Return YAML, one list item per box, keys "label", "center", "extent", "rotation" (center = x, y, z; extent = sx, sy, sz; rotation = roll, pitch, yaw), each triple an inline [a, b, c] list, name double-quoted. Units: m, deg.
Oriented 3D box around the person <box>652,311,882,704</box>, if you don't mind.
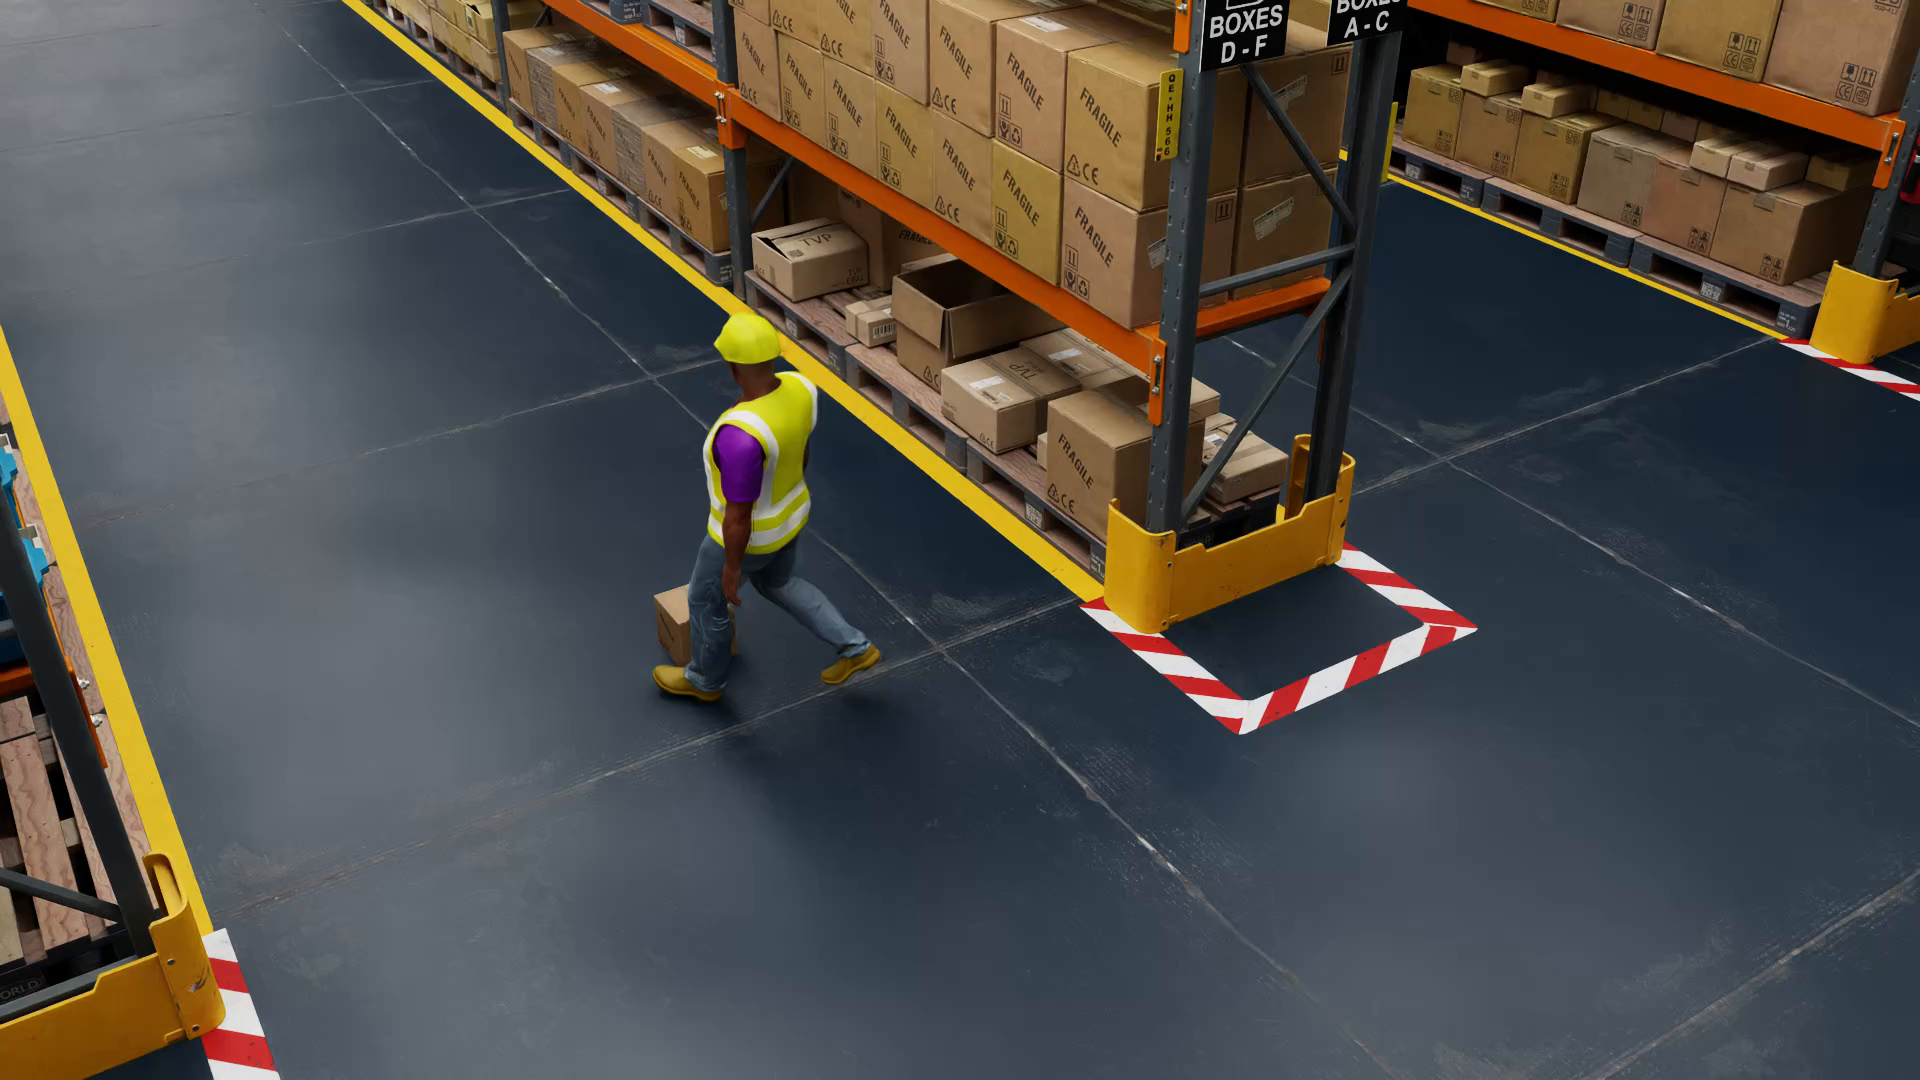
- label: "person"
  center: [-0.794, -0.084, 6.281]
  extent: [0.916, 1.730, 0.593]
  rotation: [15, 35, 22]
